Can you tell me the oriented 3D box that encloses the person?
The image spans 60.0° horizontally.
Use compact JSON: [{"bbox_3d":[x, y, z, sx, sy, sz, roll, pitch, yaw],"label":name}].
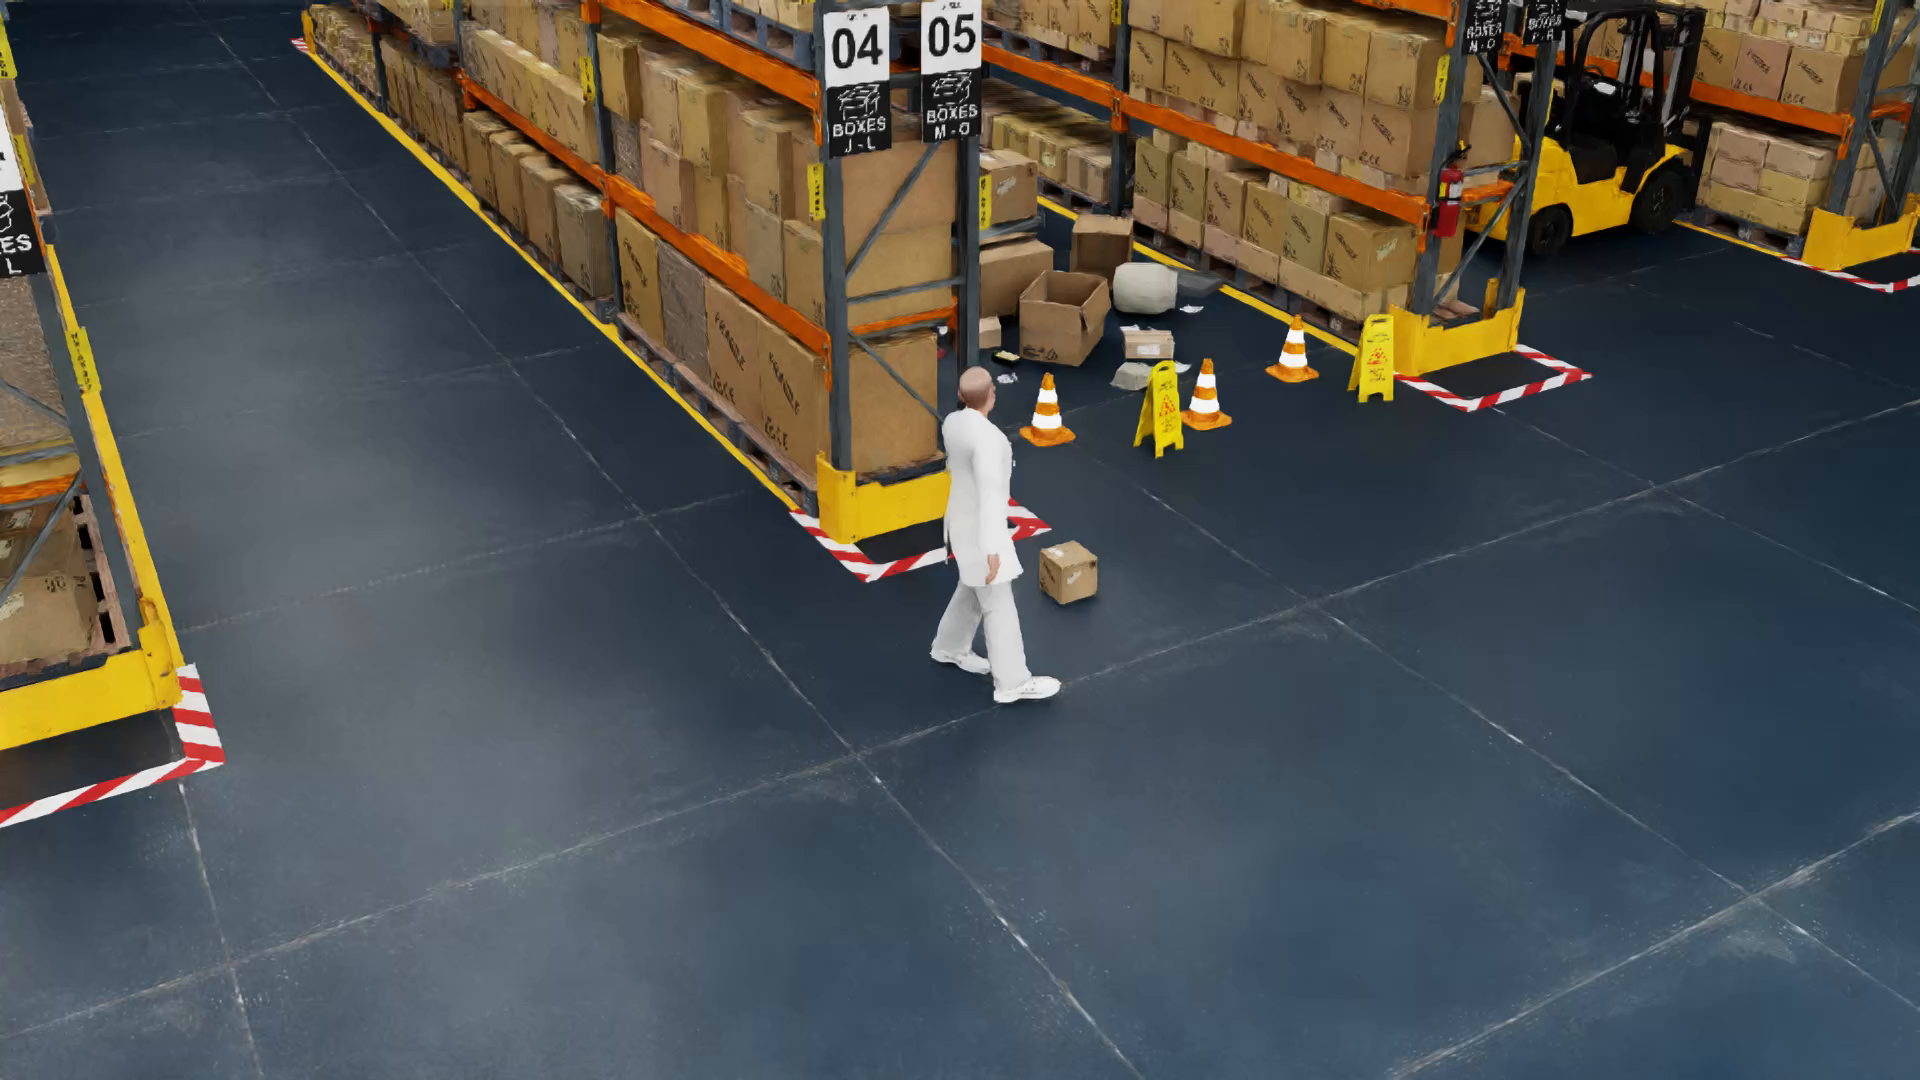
[{"bbox_3d":[0.180,0.046,8.728,0.612,1.595,0.687,-6,29,-11],"label":"person"}]
